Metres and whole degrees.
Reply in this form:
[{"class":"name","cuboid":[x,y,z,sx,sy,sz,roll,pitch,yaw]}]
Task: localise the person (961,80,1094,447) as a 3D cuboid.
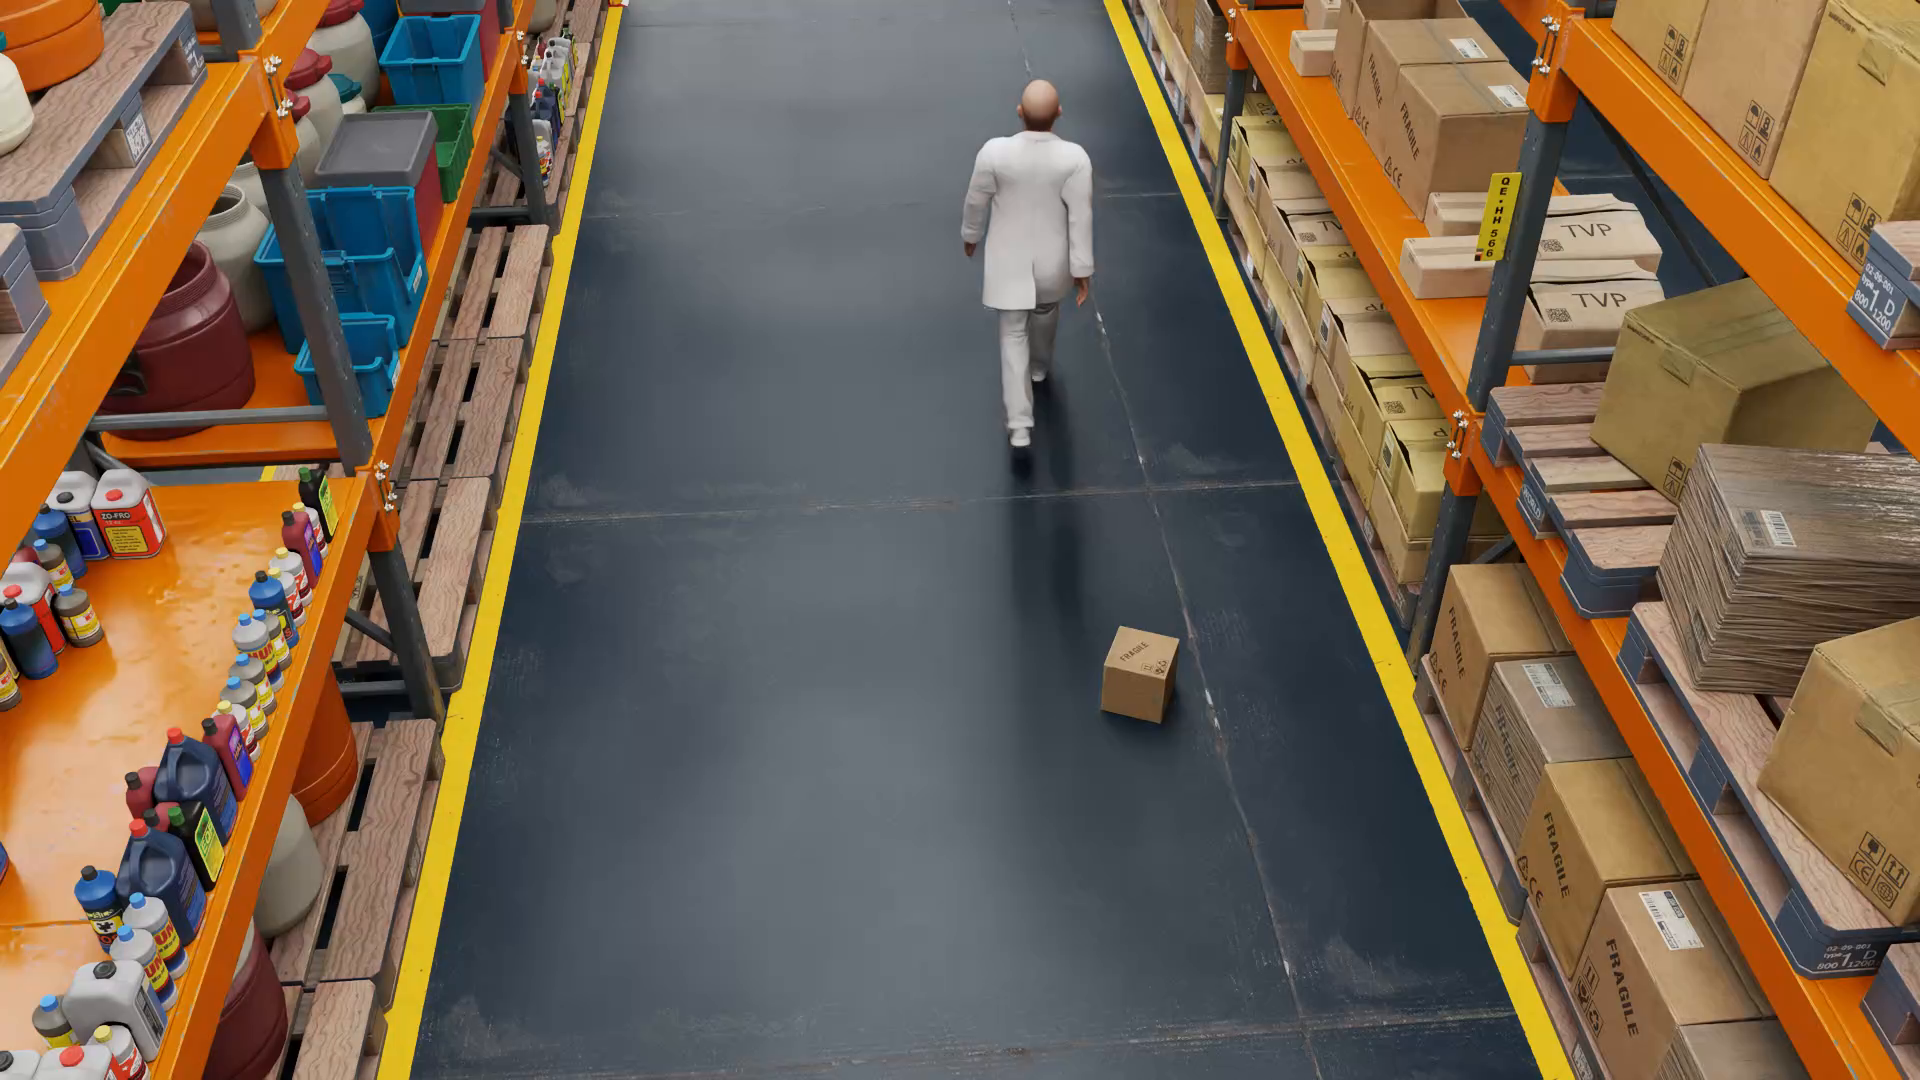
[{"class":"person","cuboid":[0.314,-1.367,7.880,0.617,1.733,1.117,-1,39,-1]}]
